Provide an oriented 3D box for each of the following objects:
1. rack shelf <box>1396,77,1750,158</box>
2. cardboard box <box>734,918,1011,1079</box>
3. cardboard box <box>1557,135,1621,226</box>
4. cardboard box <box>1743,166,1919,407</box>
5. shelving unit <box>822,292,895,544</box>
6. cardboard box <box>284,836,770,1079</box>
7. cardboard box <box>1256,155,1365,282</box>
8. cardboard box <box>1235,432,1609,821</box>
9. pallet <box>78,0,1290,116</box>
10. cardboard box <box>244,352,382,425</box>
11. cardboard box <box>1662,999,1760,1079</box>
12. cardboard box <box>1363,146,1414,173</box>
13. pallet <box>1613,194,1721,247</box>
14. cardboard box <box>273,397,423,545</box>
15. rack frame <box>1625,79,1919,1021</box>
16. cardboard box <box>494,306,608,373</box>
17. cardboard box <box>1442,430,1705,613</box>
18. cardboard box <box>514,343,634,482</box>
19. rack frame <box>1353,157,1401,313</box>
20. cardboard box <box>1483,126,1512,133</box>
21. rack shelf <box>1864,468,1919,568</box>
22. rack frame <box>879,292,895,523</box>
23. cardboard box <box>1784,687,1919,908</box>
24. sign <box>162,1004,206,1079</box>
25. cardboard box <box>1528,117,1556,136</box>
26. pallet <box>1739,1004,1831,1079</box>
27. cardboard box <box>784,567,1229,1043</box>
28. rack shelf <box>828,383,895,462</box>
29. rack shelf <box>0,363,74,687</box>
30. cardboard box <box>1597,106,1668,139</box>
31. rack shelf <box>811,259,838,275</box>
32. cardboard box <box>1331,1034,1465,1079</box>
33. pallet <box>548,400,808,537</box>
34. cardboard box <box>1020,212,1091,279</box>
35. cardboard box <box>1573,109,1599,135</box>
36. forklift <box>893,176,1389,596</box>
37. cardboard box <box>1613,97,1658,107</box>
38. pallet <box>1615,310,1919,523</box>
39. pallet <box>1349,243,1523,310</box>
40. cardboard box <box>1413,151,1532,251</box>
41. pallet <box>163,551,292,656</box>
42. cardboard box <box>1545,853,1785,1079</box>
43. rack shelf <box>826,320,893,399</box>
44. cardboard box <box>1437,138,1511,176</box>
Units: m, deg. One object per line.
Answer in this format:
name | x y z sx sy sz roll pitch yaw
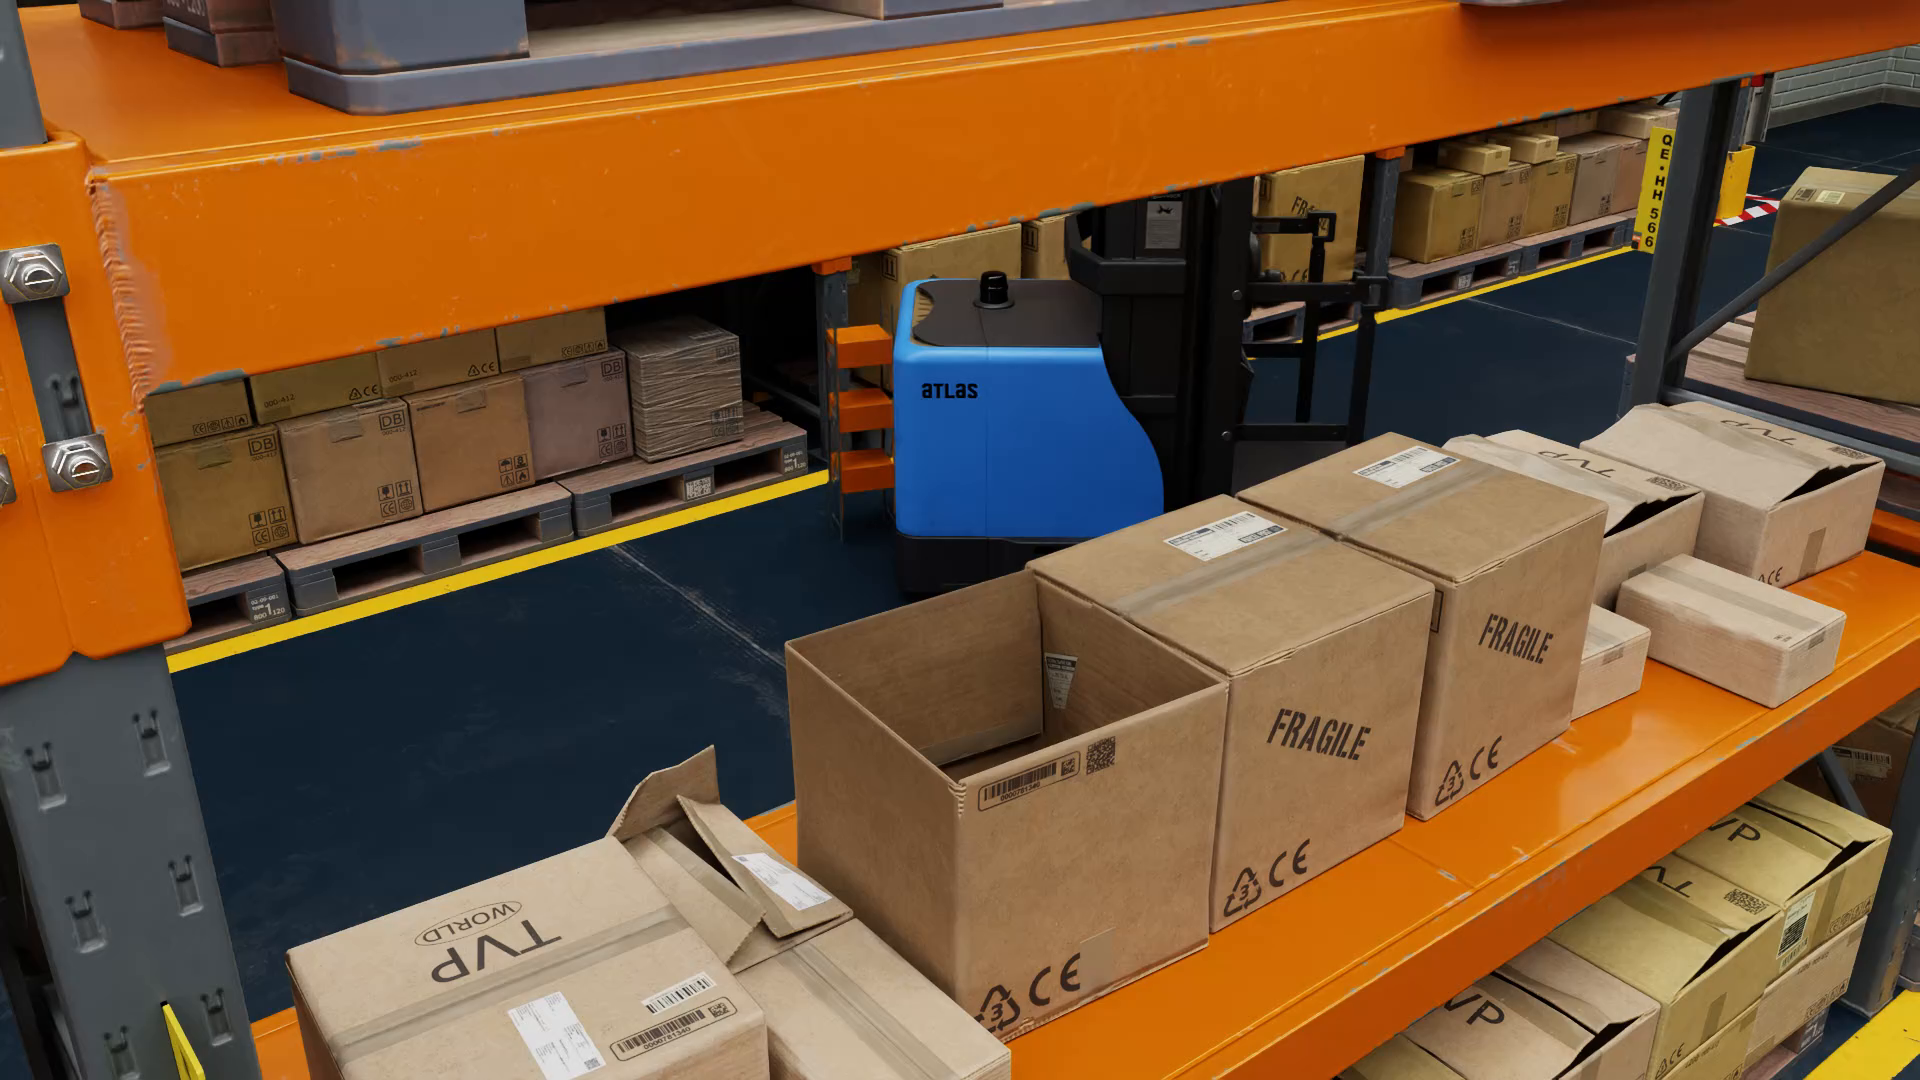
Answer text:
rack shelf | 3.846 -3.123 11.270 4.000 0.370 1.077 -18 31 -34
cardboard box | -0.140 0.740 2.391 0.250 0.149 0.380 -18 31 -34
cardboard box | 4.141 -2.550 11.651 0.500 0.500 0.700 -19 31 -36
cardboard box | 2.610 -0.687 4.550 0.700 0.500 0.500 15 29 29
shelving unit | -0.424 -0.513 7.107 0.252 1.050 0.215 -8 26 -16
cardboard box | -0.603 0.714 2.326 0.500 0.250 0.500 -16 29 -31
cardboard box | 1.841 -1.933 9.907 0.750 0.750 0.750 -18 30 -33
cardboard box | 0.873 0.145 3.255 0.500 0.500 0.500 -20 32 -37
pallet | -0.278 -0.719 1.900 1.217 0.209 0.805 -20 31 -36
cardboard box | -2.703 -0.706 6.764 0.500 0.250 0.500 -19 31 -35
cardboard box | 1.517 1.159 3.958 0.500 0.250 0.500 -19 31 -35
cardboard box | 2.687 -2.469 10.707 0.250 0.149 0.380 -18 31 -34
pallet | 4.839 -2.470 12.322 1.213 0.211 1.003 -18 31 -34
cardboard box | -2.653 -0.384 6.961 0.500 0.500 0.700 -18 30 -33
rack frame | 2.184 -0.251 4.227 0.127 3.000 1.000 -18 31 -34
cardboard box | -1.898 -0.965 7.322 0.500 0.250 0.500 -18 30 -33
cardboard box | 1.360 -0.042 3.883 0.500 0.311 0.500 -19 31 -35
cardboard box | -1.887 -0.657 7.549 0.500 0.500 0.700 -18 31 -34
rack frame | 2.272 -2.930 10.000 0.127 3.000 1.000 -18 31 -34
cardboard box | 3.507 -2.741 11.292 0.250 0.149 0.380 -18 30 -34
rack shelf | 3.758 -0.444 5.498 4.000 0.370 1.077 -18 31 -34
rack frame | -0.308 -0.528 7.141 0.008 1.050 0.200 -8 26 -16
cardboard box | 2.718 0.660 4.711 0.500 0.500 0.500 -17 30 -32
sign | -0.620 0.543 1.394 0.005 0.325 0.100 -18 31 -34
cardboard box | 3.909 -2.874 11.578 0.250 0.149 0.380 -18 30 -34
pallet | 1.512 1.215 4.381 1.213 0.211 1.003 -18 31 -34
cardboard box | 0.065 0.412 2.680 0.500 0.500 0.500 -16 29 -30
rack shelf | -0.424 -0.503 7.112 0.240 0.259 0.215 -8 26 -16
rack shelf | -2.538 0.274 0.389 4.000 0.370 1.077 -18 31 -34
cardboard box | 4.741 -2.944 11.731 0.250 0.149 0.380 -17 30 -33
rack shelf | -2.450 -1.045 6.793 4.000 0.370 1.077 -18 31 -34
cardboard box | 0.724 1.166 3.275 0.500 0.311 0.500 -17 30 -33
pallet | -1.492 -0.423 7.911 1.213 0.211 1.003 -18 31 -34
cardboard box | 0.477 -1.479 8.929 0.750 0.750 0.750 -18 31 -34
cardboard box | 4.310 -3.007 11.865 0.250 0.149 0.380 -18 30 -34
forklift | 1.251 -1.269 6.502 3.031 2.935 1.130 0 25 1
cardboard box | 4.905 -3.203 12.289 0.250 0.149 0.380 -18 30 -34
pallet | 2.674 -0.363 4.697 1.003 0.211 1.213 -18 31 -34
pallet | 2.918 -1.837 10.956 1.213 0.211 1.003 -18 31 -34
cardboard box | 3.321 -2.276 11.062 0.500 0.500 0.700 -19 31 -35
pallet | -3.412 0.210 6.546 1.213 0.211 1.003 -18 31 -34
cardboard box | 1.519 0.907 3.835 0.500 0.311 0.500 -19 31 -35
rack shelf | -0.424 -0.760 6.992 0.240 0.259 0.215 -8 26 -16
cardboard box | 3.306 -2.469 10.708 0.250 0.149 0.380 -17 30 -32
